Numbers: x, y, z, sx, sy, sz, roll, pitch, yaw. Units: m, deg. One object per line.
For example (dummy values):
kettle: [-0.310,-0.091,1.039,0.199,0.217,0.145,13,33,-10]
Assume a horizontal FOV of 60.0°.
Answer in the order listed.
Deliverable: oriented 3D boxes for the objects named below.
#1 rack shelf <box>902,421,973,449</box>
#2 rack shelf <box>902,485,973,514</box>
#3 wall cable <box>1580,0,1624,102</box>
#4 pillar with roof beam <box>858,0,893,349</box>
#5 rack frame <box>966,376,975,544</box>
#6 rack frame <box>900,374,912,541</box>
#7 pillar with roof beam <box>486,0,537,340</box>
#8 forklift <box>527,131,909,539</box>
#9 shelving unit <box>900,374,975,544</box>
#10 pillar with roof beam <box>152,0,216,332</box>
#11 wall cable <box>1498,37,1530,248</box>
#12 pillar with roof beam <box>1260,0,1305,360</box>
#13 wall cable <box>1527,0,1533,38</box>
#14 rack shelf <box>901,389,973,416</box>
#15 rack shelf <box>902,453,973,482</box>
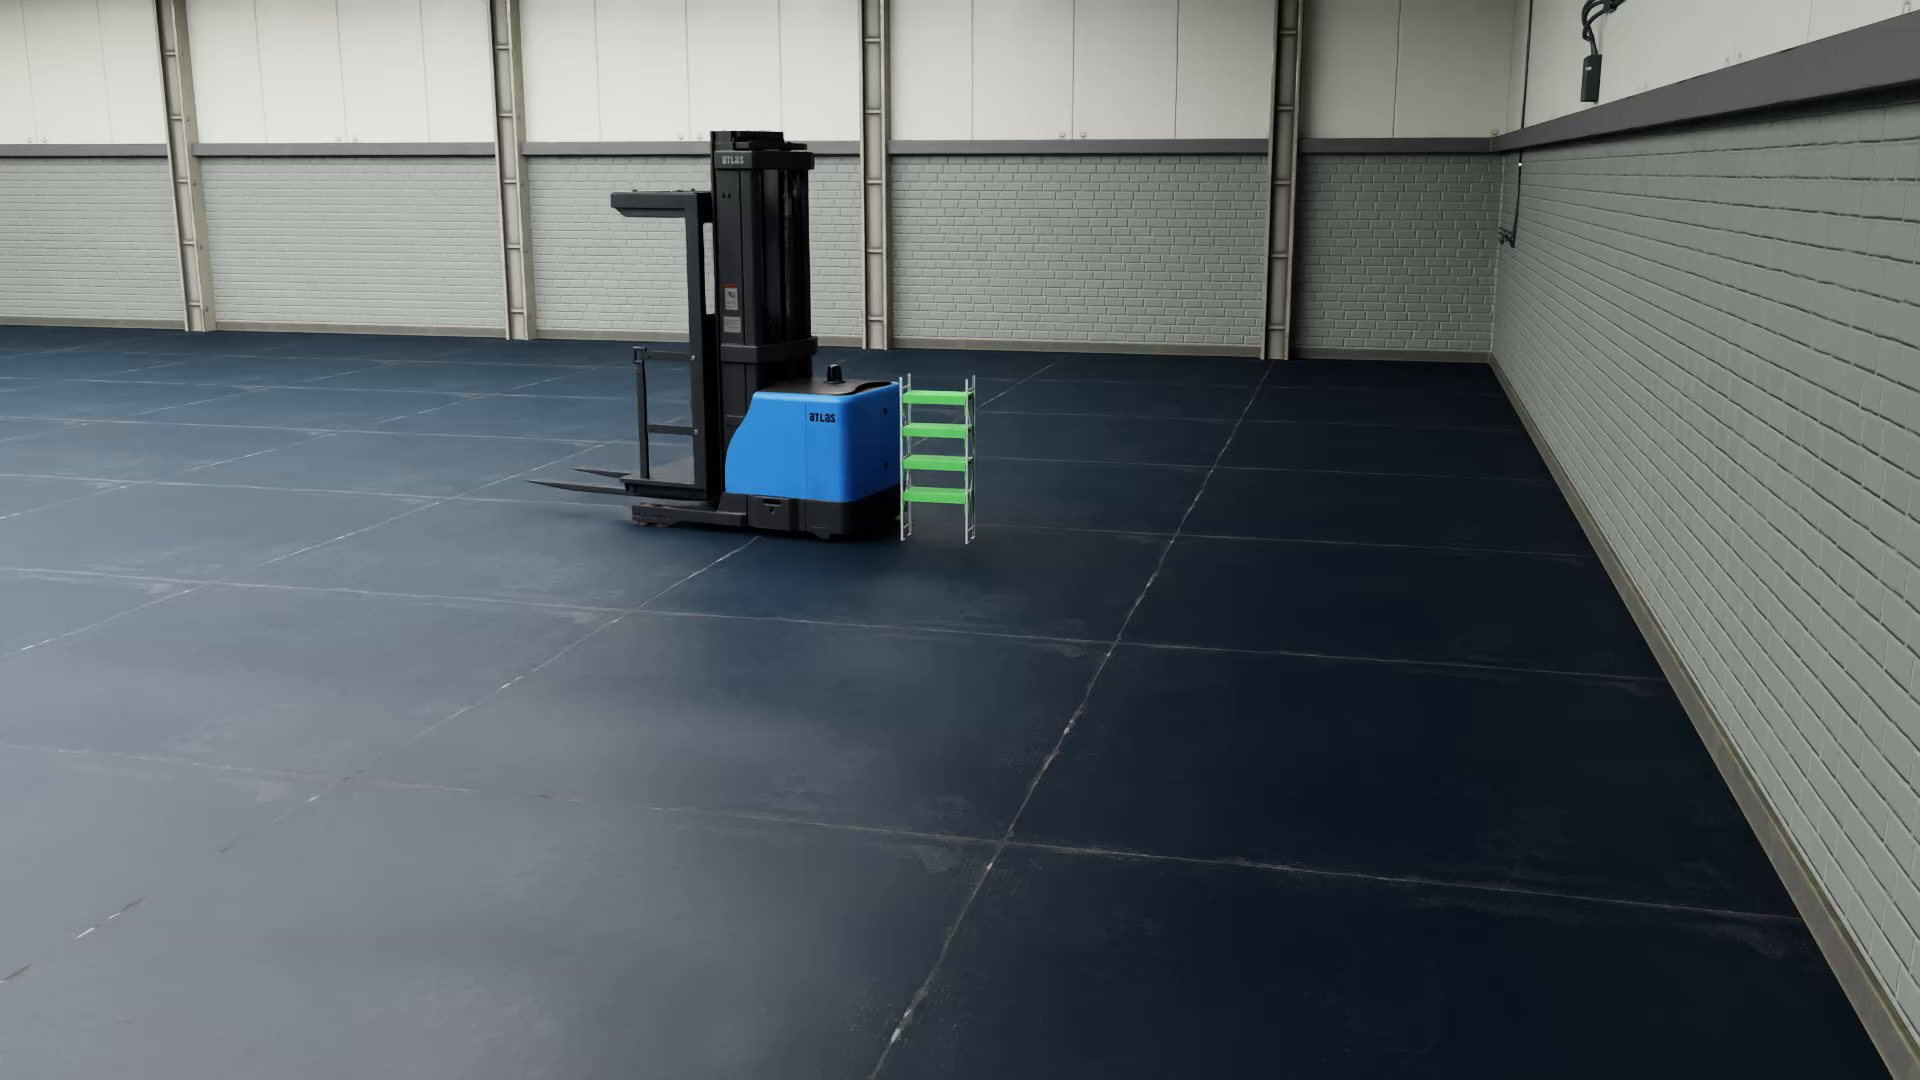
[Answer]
rack shelf: [-0.161,-0.766,12.104,0.480,0.148,0.258,3,13,14]
rack shelf: [-0.161,-0.298,12.208,0.480,0.148,0.258,3,13,14]
wall cable: [4.816,-6.257,11.810,0.169,6.003,2.305,3,13,14]
pillar with roof beam: [-2.294,-6.430,20.438,0.400,9.000,9.100,3,13,14]
rack frame: [0.076,-0.582,12.085,0.015,1.200,0.240,3,13,14]
rack frame: [-0.398,-0.607,12.200,0.015,1.200,0.240,3,13,14]
pillar with roof beam: [-8.119,-6.741,21.842,0.400,9.000,9.100,3,13,14]
forklift: [-1.962,-1.625,12.789,3.031,2.935,1.130,5,14,23]
shelving unit: [-0.161,-0.594,12.143,0.503,1.200,0.258,3,13,14]
pillar with roof beam: [-13.944,-7.052,23.245,0.400,9.000,9.100,3,13,14]
wall cable: [7.106,-5.077,21.509,0.112,2.526,3.097,3,13,14]
pillar with roof beam: [3.531,-6.118,19.035,0.400,9.000,9.100,3,13,14]
wall cable: [6.458,-6.973,18.398,0.112,2.526,3.097,3,13,14]
rack shelf: [-0.161,-1.001,12.052,0.480,0.148,0.258,3,13,14]
rack shelf: [-0.161,-0.532,12.156,0.480,0.148,0.258,3,13,14]
